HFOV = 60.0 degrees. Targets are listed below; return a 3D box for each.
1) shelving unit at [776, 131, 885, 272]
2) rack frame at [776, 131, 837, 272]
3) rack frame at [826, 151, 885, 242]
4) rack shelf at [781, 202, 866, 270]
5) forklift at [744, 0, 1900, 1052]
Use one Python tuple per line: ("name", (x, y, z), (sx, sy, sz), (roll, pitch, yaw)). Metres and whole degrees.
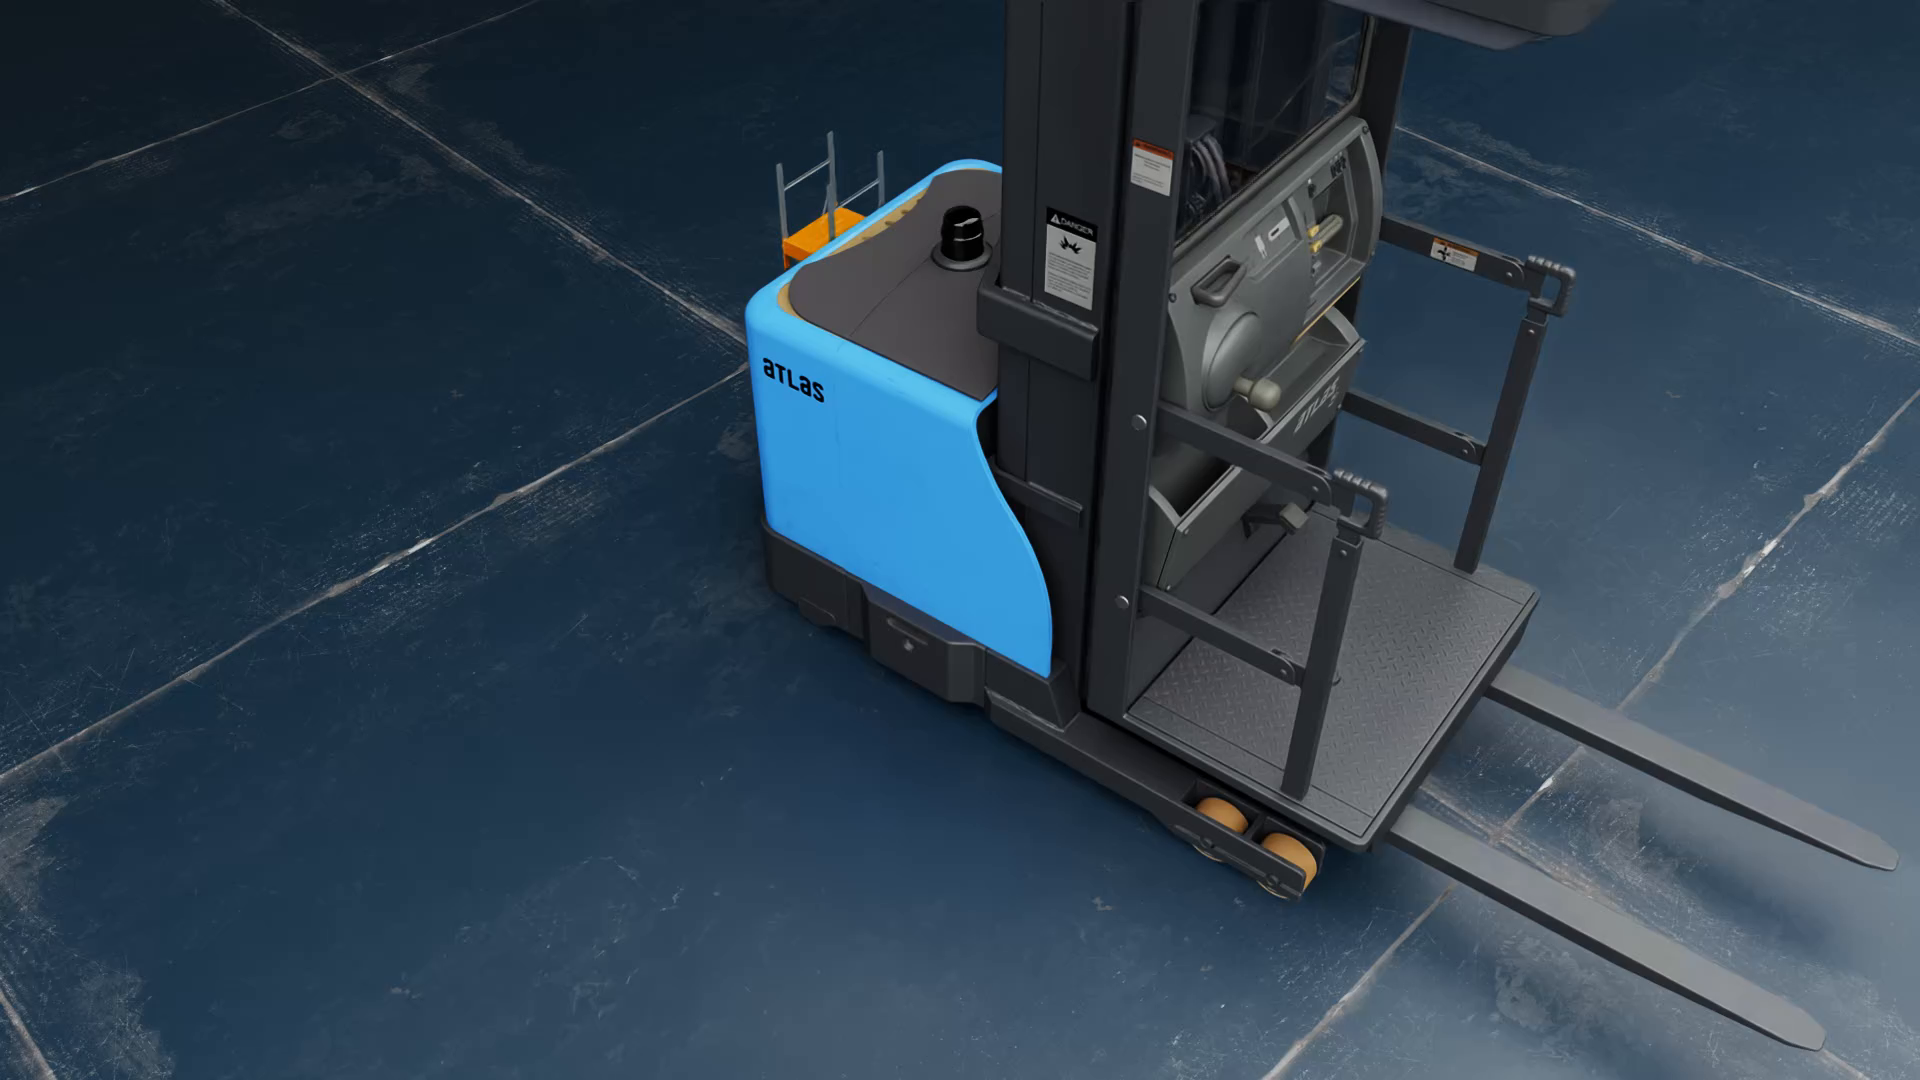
("shelving unit", (-0.363, -0.622, 5.040), (0.189, 1.200, 0.258), (27, 49, 26))
("rack frame", (-0.436, -0.660, 5.080), (0.006, 1.200, 0.240), (27, 49, 26))
("rack frame", (-0.290, -0.585, 4.999), (0.006, 1.200, 0.240), (27, 49, 26))
("rack shelf", (-0.363, -0.854, 4.825), (0.180, 0.103, 0.258), (27, 49, 26))
("forklift", (0.899, -0.574, 3.712), (3.031, 2.935, 1.130), (27, 49, 26))
